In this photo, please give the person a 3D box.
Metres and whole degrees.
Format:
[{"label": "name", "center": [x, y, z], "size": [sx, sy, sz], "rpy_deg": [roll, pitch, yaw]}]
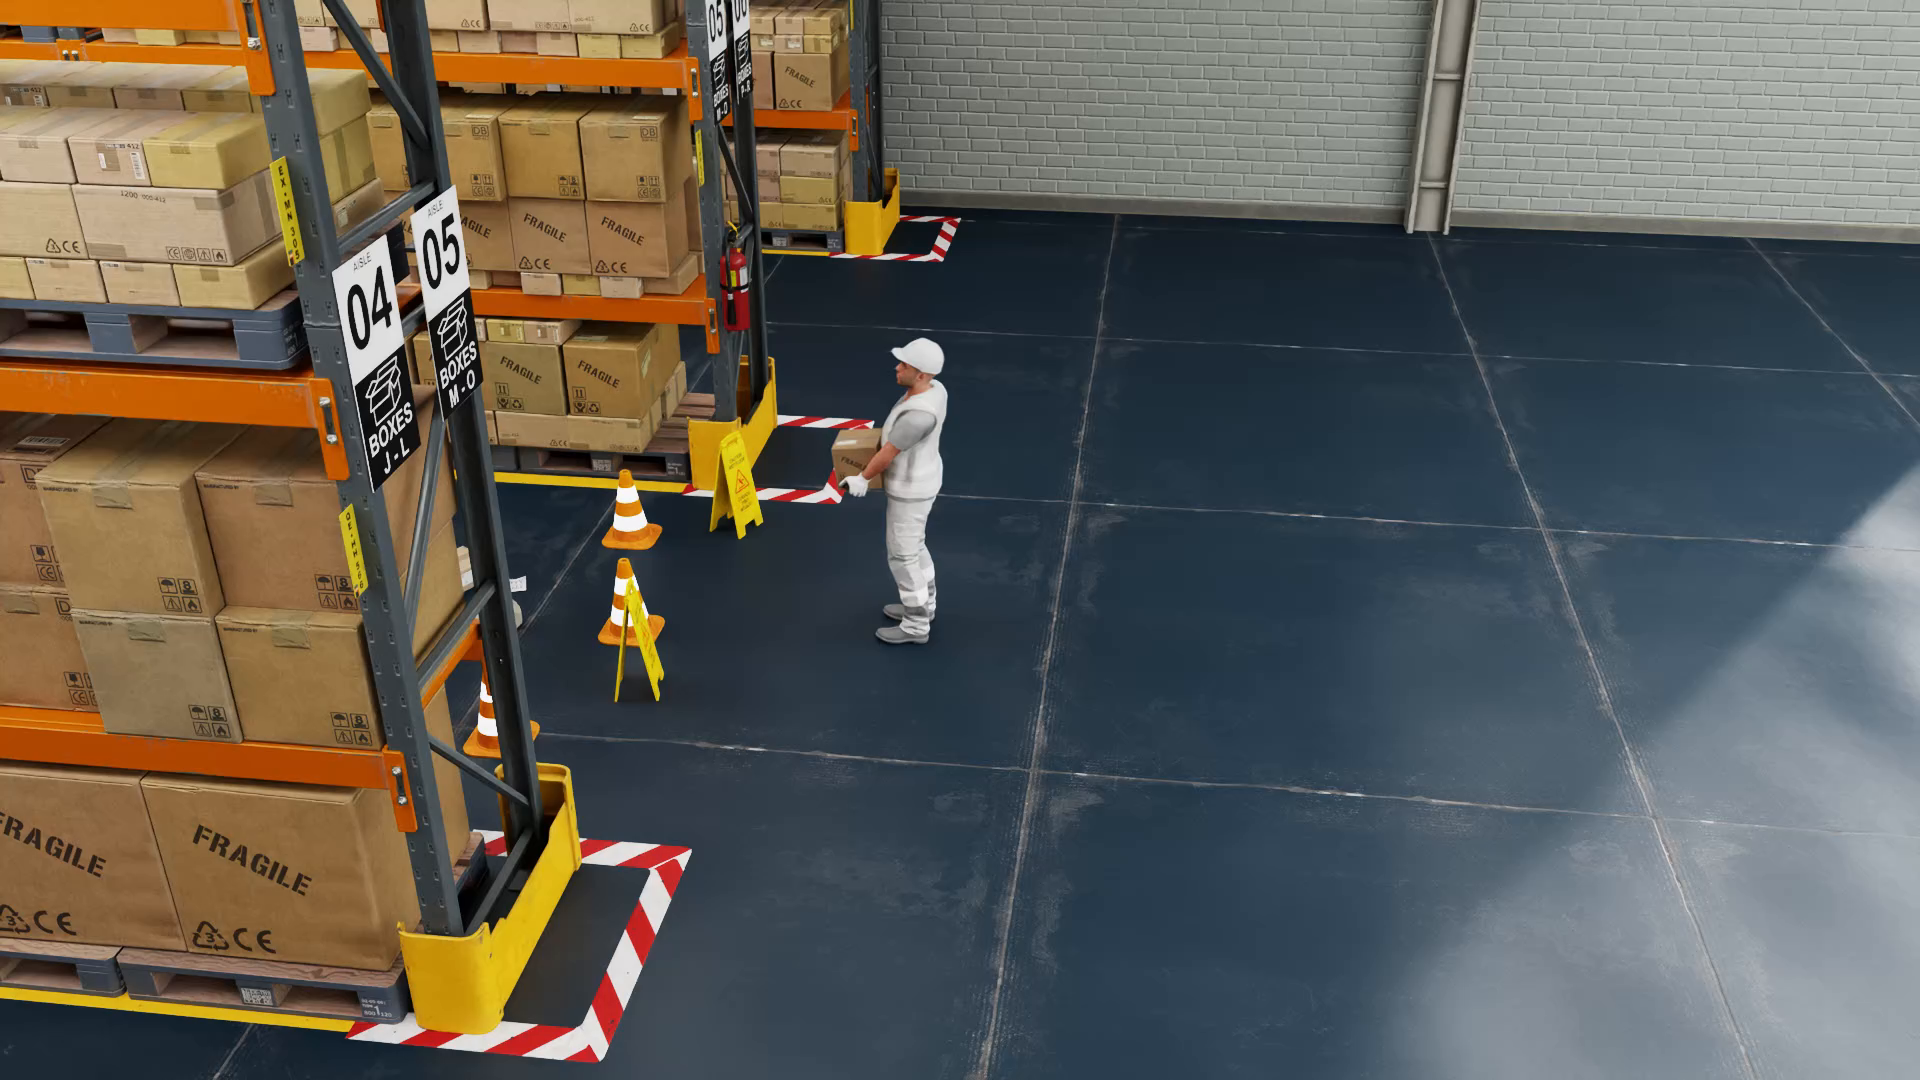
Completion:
[{"label": "person", "center": [-0.362, -0.275, 9.118], "size": [0.563, 1.782, 0.493], "rpy_deg": [4, 28, 7]}]
